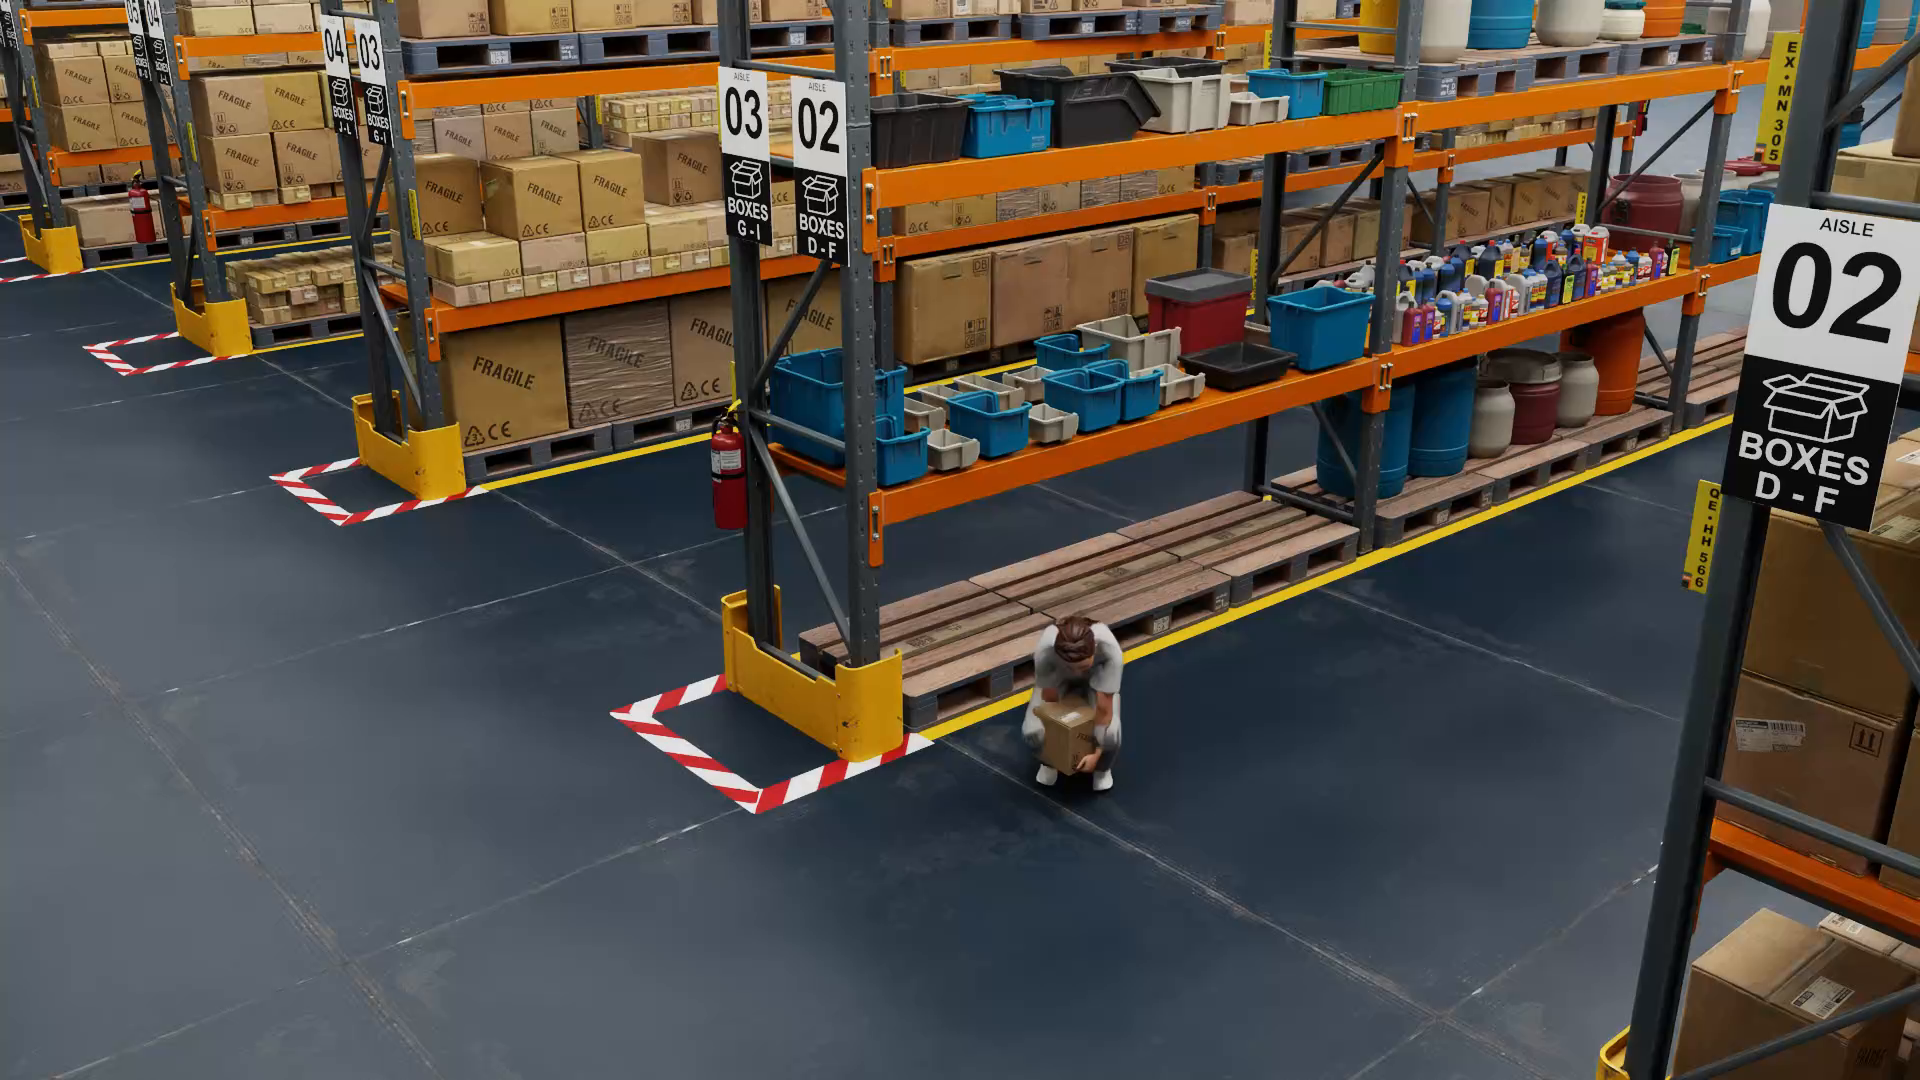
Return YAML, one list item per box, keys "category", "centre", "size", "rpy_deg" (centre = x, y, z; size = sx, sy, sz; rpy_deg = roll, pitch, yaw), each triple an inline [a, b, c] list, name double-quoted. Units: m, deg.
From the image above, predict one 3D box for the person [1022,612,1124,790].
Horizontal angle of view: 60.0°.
- category: "person"
  centre: [0.535, 0.718, 7.699]
  size: [0.459, 0.979, 0.774]
  rpy_deg: [4, 21, 11]
